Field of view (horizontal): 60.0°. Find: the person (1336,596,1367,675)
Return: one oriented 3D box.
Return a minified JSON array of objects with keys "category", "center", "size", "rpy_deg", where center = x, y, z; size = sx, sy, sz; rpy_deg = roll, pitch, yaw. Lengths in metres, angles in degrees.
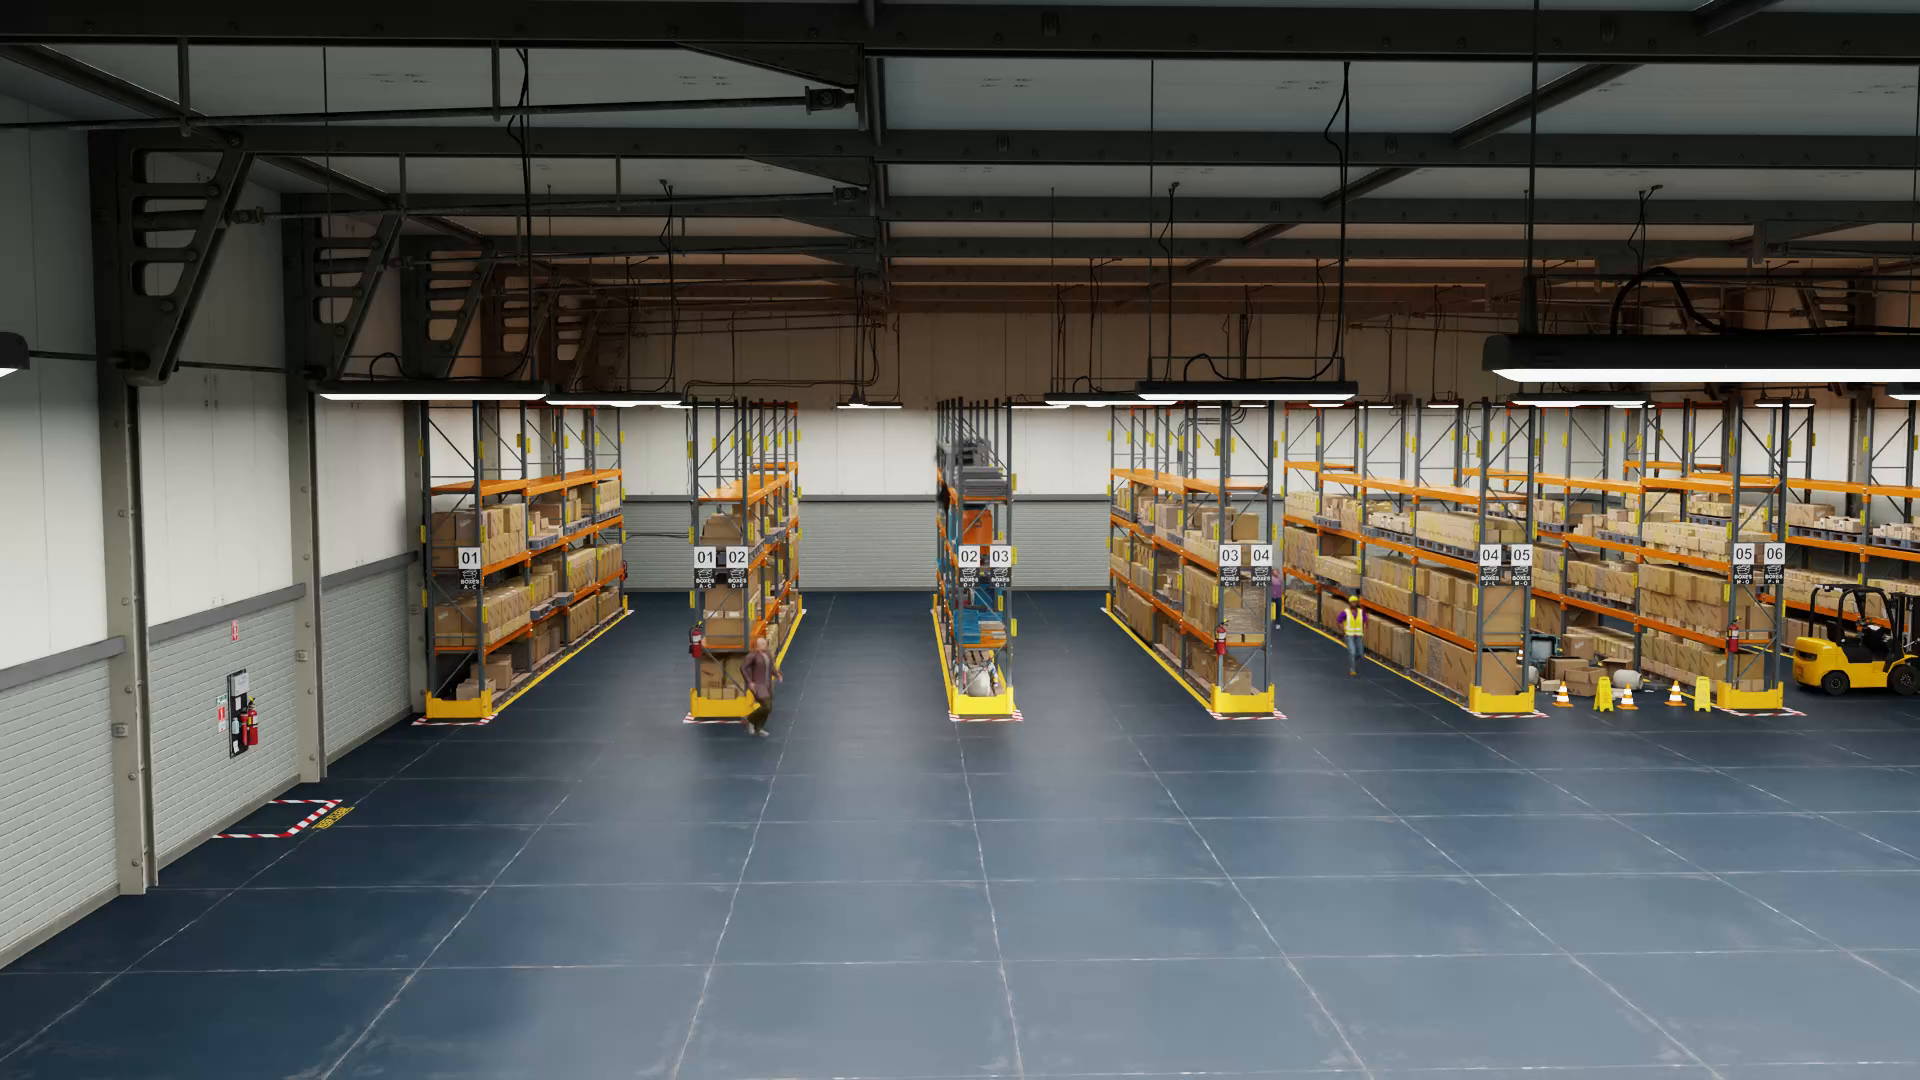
[{"category":"person","center":[8.540,2.070,36.179],"size":[0.698,1.718,0.610],"rpy_deg":[0,4,-3]}]

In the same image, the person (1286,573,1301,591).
[{"category":"person","center":[9.946,1.098,49.045],"size":[0.752,1.742,0.732],"rpy_deg":[2,5,24]}]

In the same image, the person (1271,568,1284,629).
[{"category":"person","center":[8.338,1.535,44.001],"size":[0.539,1.591,0.831],"rpy_deg":[-1,4,-8]}]

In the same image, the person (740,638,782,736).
[{"category":"person","center":[-3.470,2.589,29.303],"size":[0.627,1.745,0.722],"rpy_deg":[3,5,32]}]

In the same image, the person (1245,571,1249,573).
[{"category":"person","center":[8.164,1.206,47.835],"size":[0.692,1.613,0.888],"rpy_deg":[3,6,37]}]
